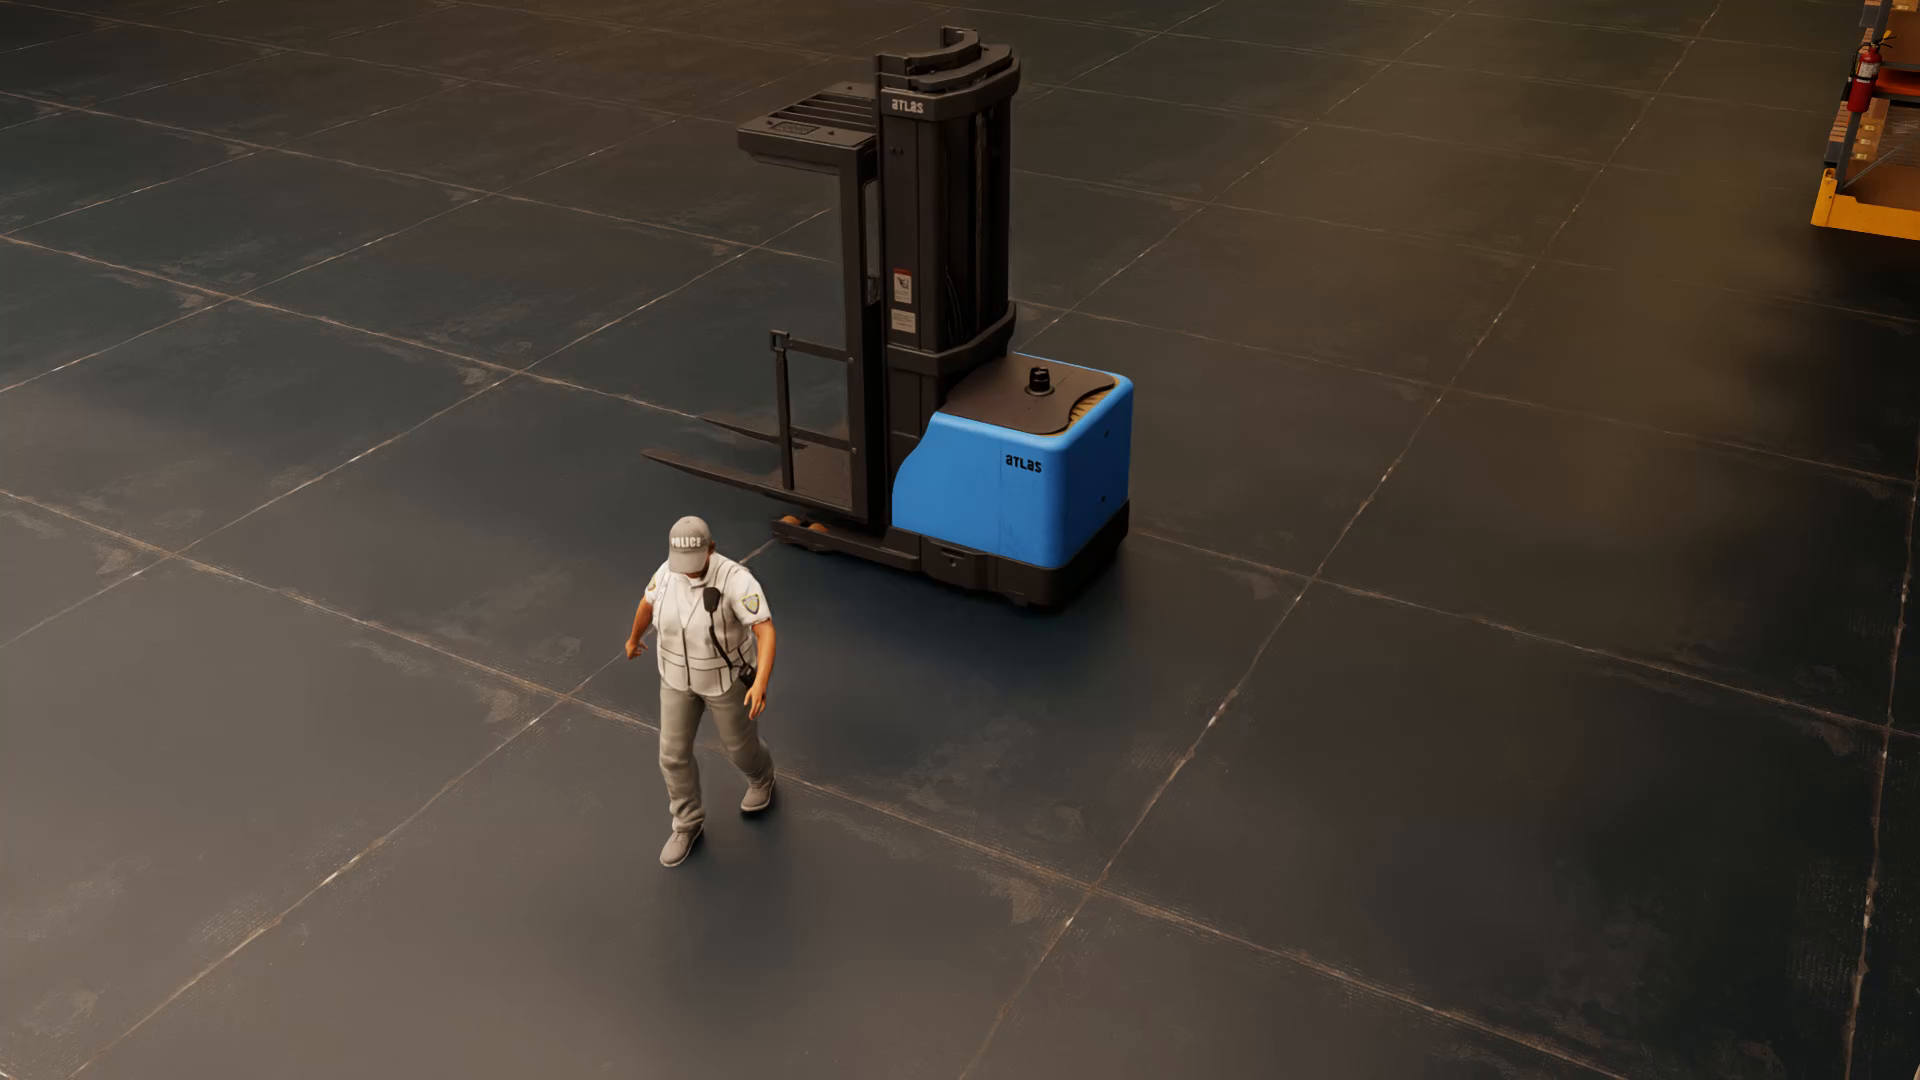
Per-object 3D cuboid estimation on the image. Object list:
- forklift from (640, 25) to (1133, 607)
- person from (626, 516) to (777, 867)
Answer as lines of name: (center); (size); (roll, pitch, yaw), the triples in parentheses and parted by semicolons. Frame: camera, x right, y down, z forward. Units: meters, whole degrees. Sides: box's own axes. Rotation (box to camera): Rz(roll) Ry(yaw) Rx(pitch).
forklift: (-0.540, -1.413, 9.519); (3.031, 2.935, 1.130); (15, 33, 25)
person: (-1.139, 0.616, 7.315); (0.884, 1.644, 0.728); (9, 31, 15)
